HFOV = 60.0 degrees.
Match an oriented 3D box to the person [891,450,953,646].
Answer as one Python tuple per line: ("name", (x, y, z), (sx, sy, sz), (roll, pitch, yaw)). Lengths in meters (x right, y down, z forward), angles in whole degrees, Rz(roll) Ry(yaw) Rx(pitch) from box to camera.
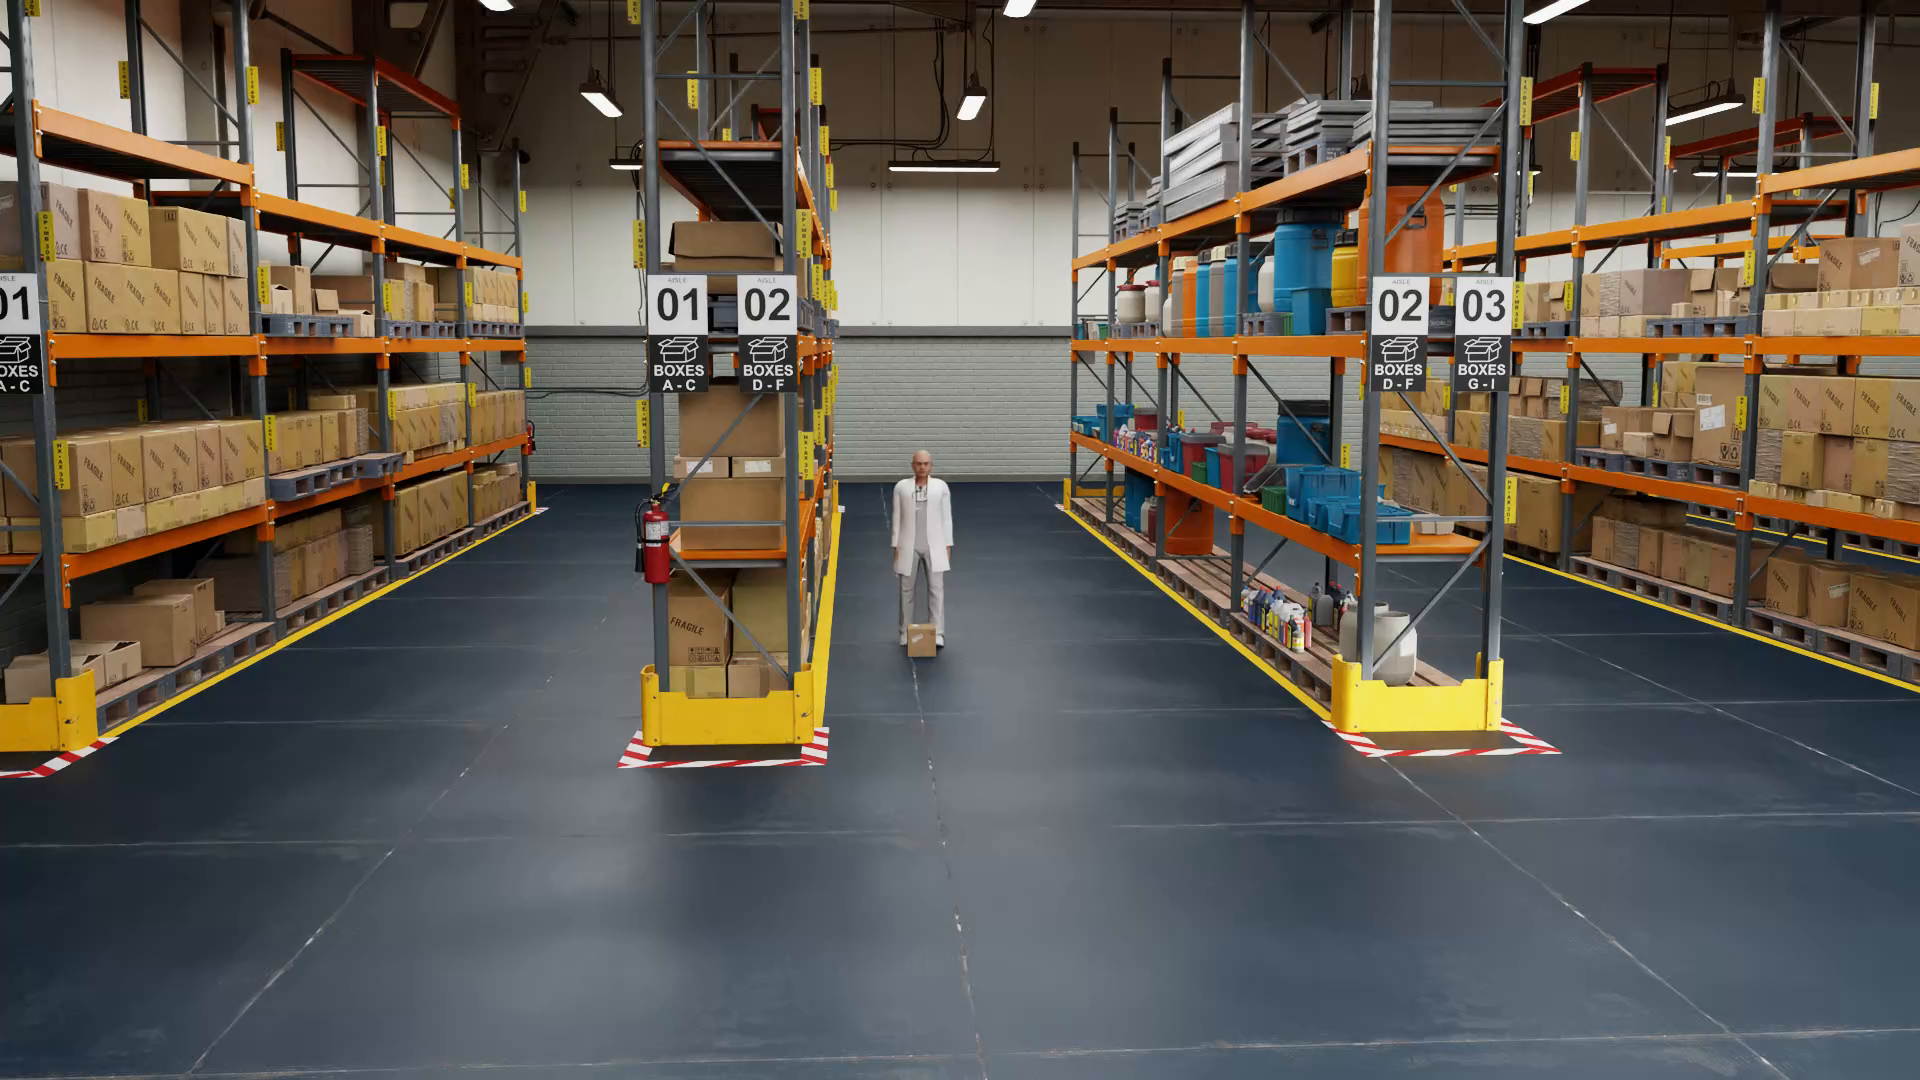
("person", (-0.344, 0.194, 15.172), (0.571, 1.569, 0.533), (0, 7, -1))
